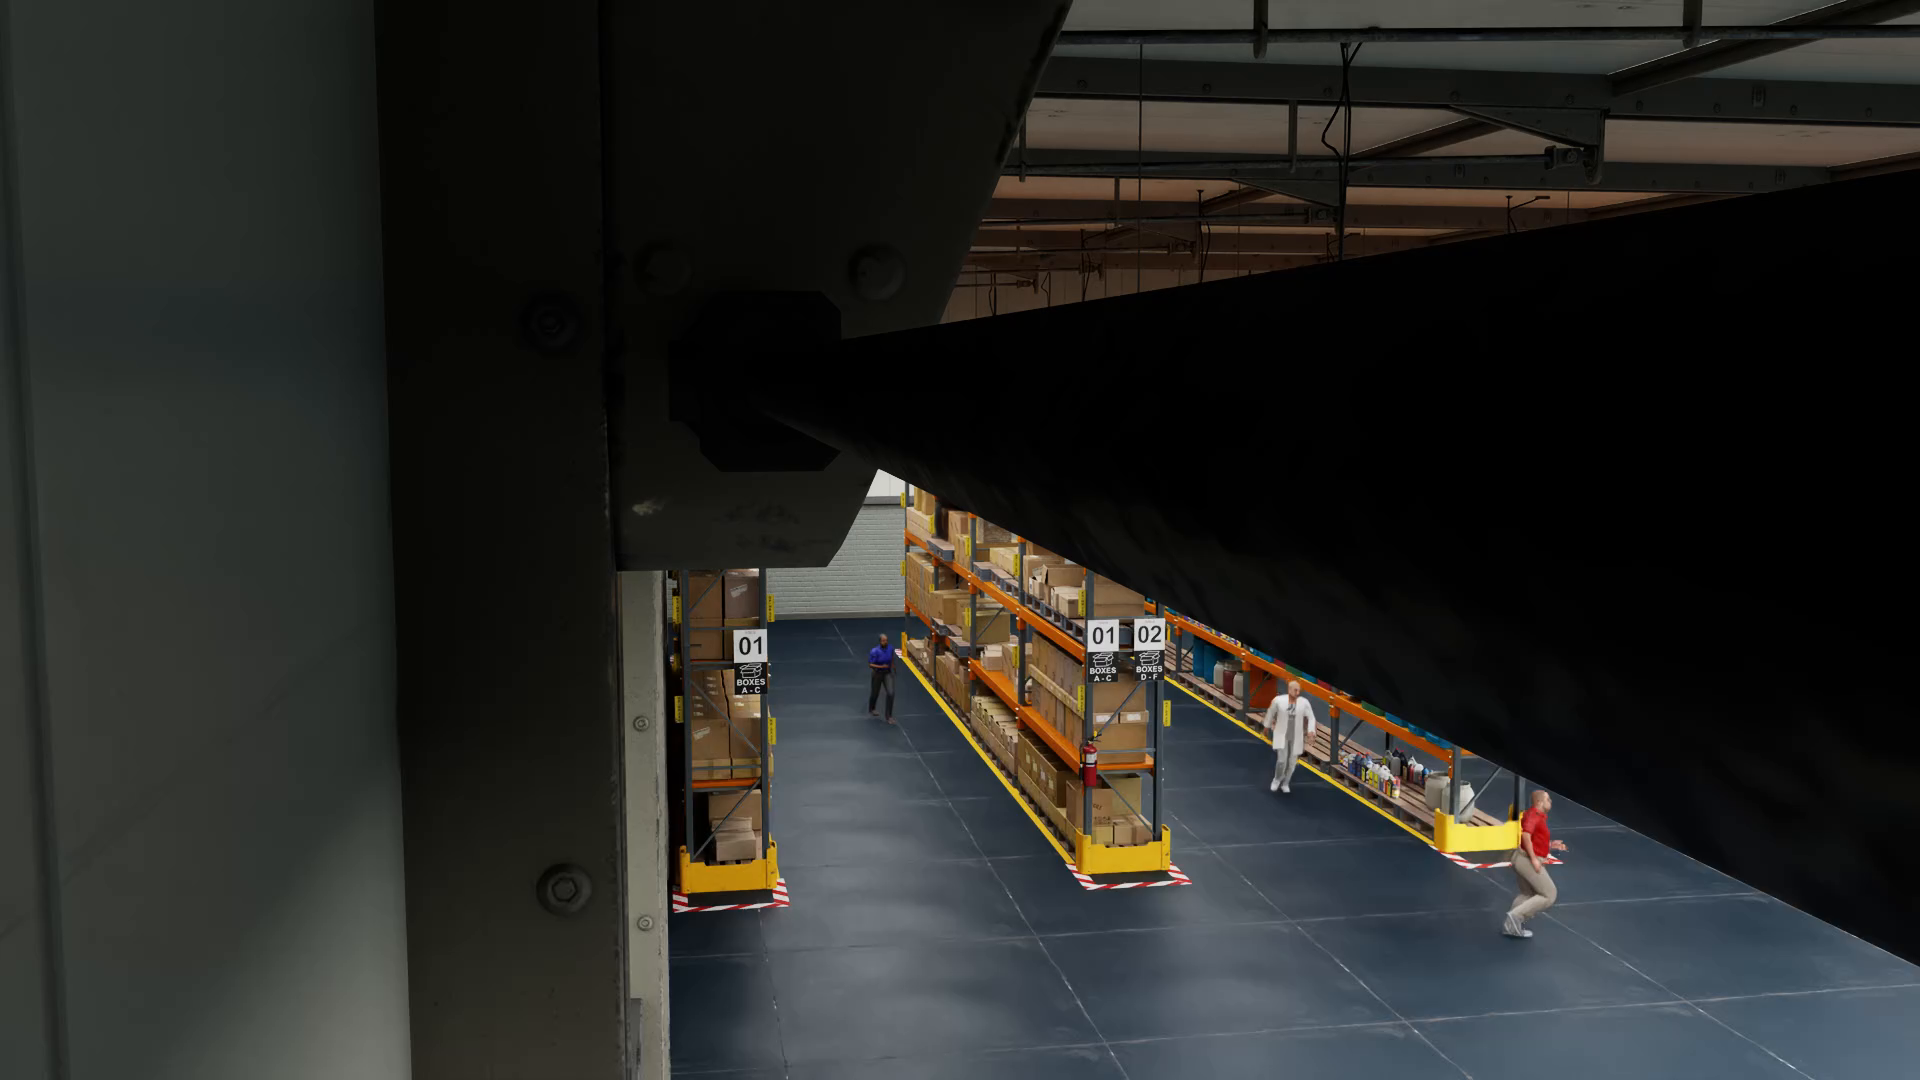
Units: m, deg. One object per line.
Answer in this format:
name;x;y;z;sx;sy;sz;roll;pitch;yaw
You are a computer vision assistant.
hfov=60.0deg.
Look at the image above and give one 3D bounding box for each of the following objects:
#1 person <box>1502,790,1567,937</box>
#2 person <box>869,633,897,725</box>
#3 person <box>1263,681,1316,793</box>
person;6.393;3.596;18.394;0.682;1.671;0.718;1;6;8
person;-1.391;2.459;29.728;0.578;1.620;0.954;-2;6;-20
person;4.874;2.934;24.508;0.704;1.691;0.826;0;6;0
